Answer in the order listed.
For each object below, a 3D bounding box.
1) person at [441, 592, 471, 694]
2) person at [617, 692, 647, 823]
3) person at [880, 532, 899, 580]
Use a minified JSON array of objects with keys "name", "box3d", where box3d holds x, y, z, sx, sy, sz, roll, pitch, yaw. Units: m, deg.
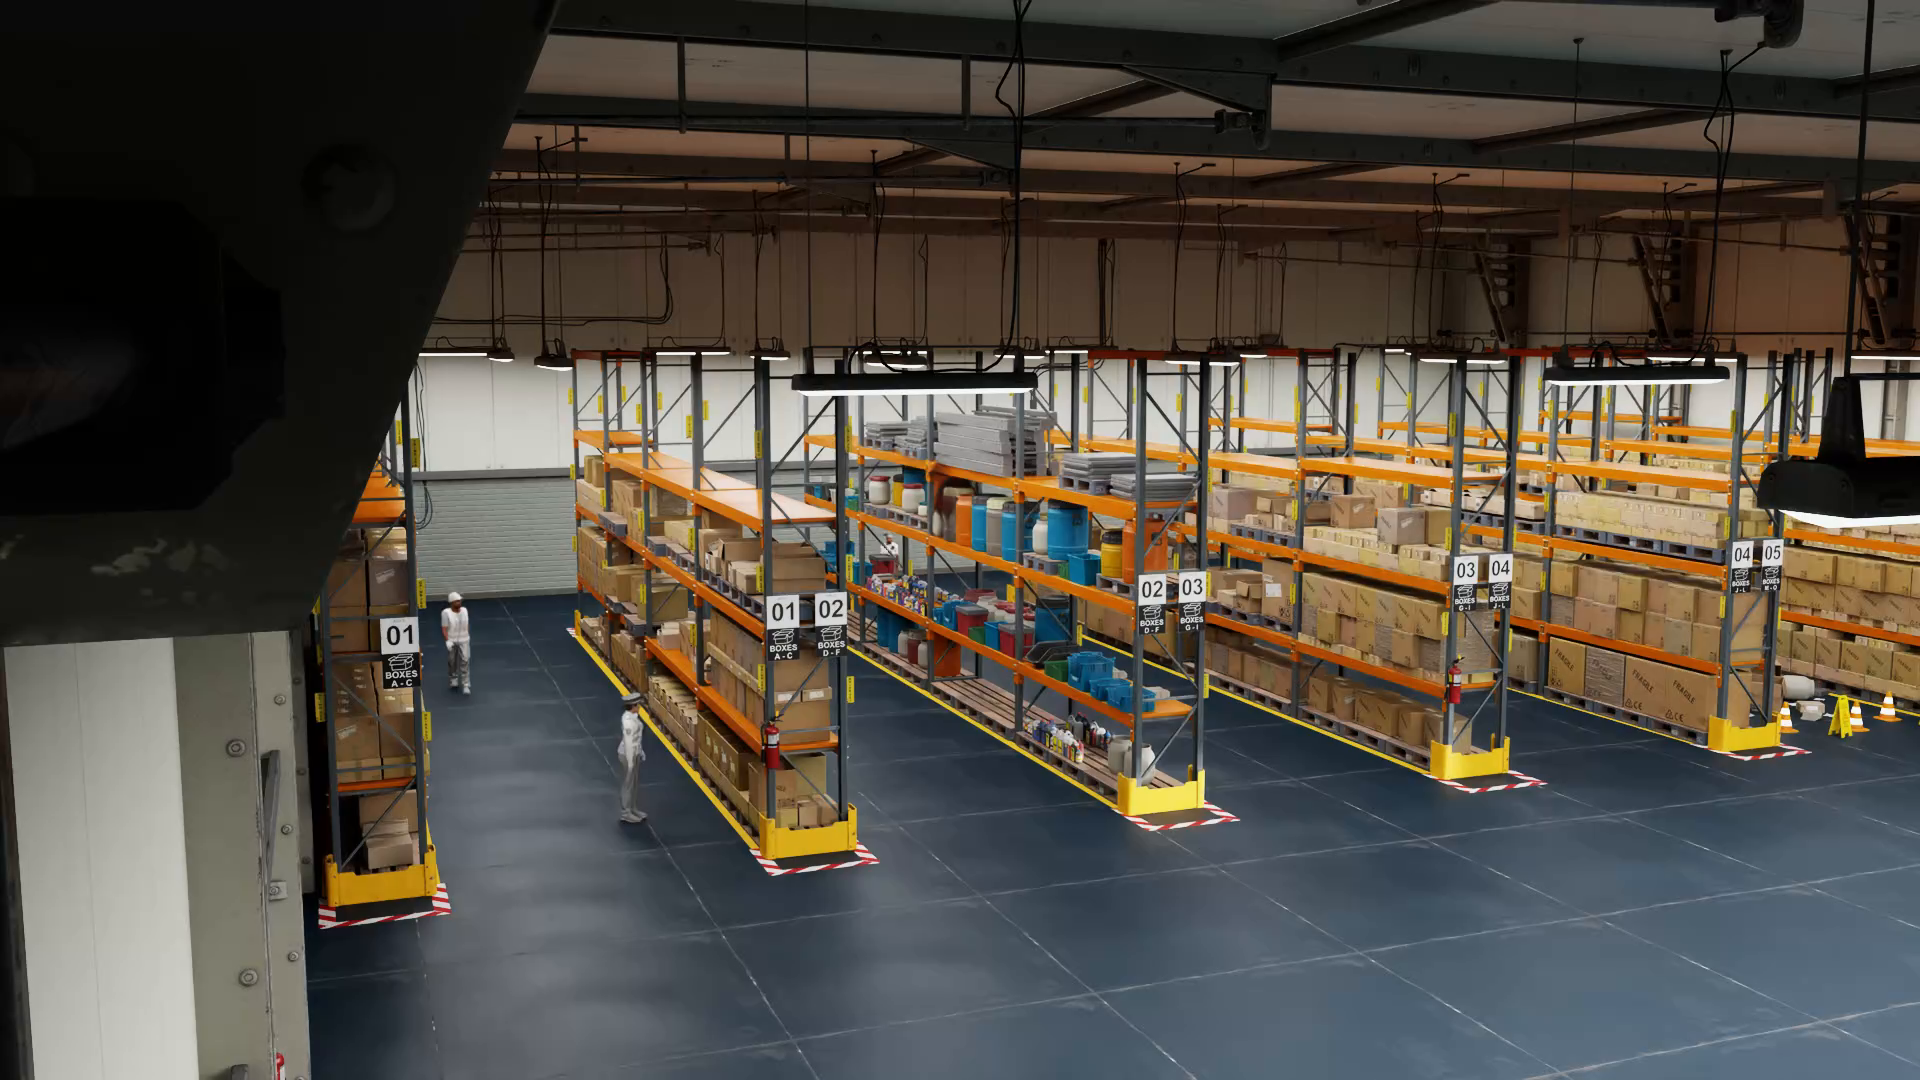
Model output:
[{"name":"person","box3d":[-8.909,1.797,29.408,0.505,1.744,0.992,-3,8,-21]},{"name":"person","box3d":[-4.277,2.820,21.634,0.358,1.690,0.516,-1,7,-4]},{"name":"person","box3d":[-1.647,0.618,39.284,0.482,1.656,0.914,3,8,26]}]
